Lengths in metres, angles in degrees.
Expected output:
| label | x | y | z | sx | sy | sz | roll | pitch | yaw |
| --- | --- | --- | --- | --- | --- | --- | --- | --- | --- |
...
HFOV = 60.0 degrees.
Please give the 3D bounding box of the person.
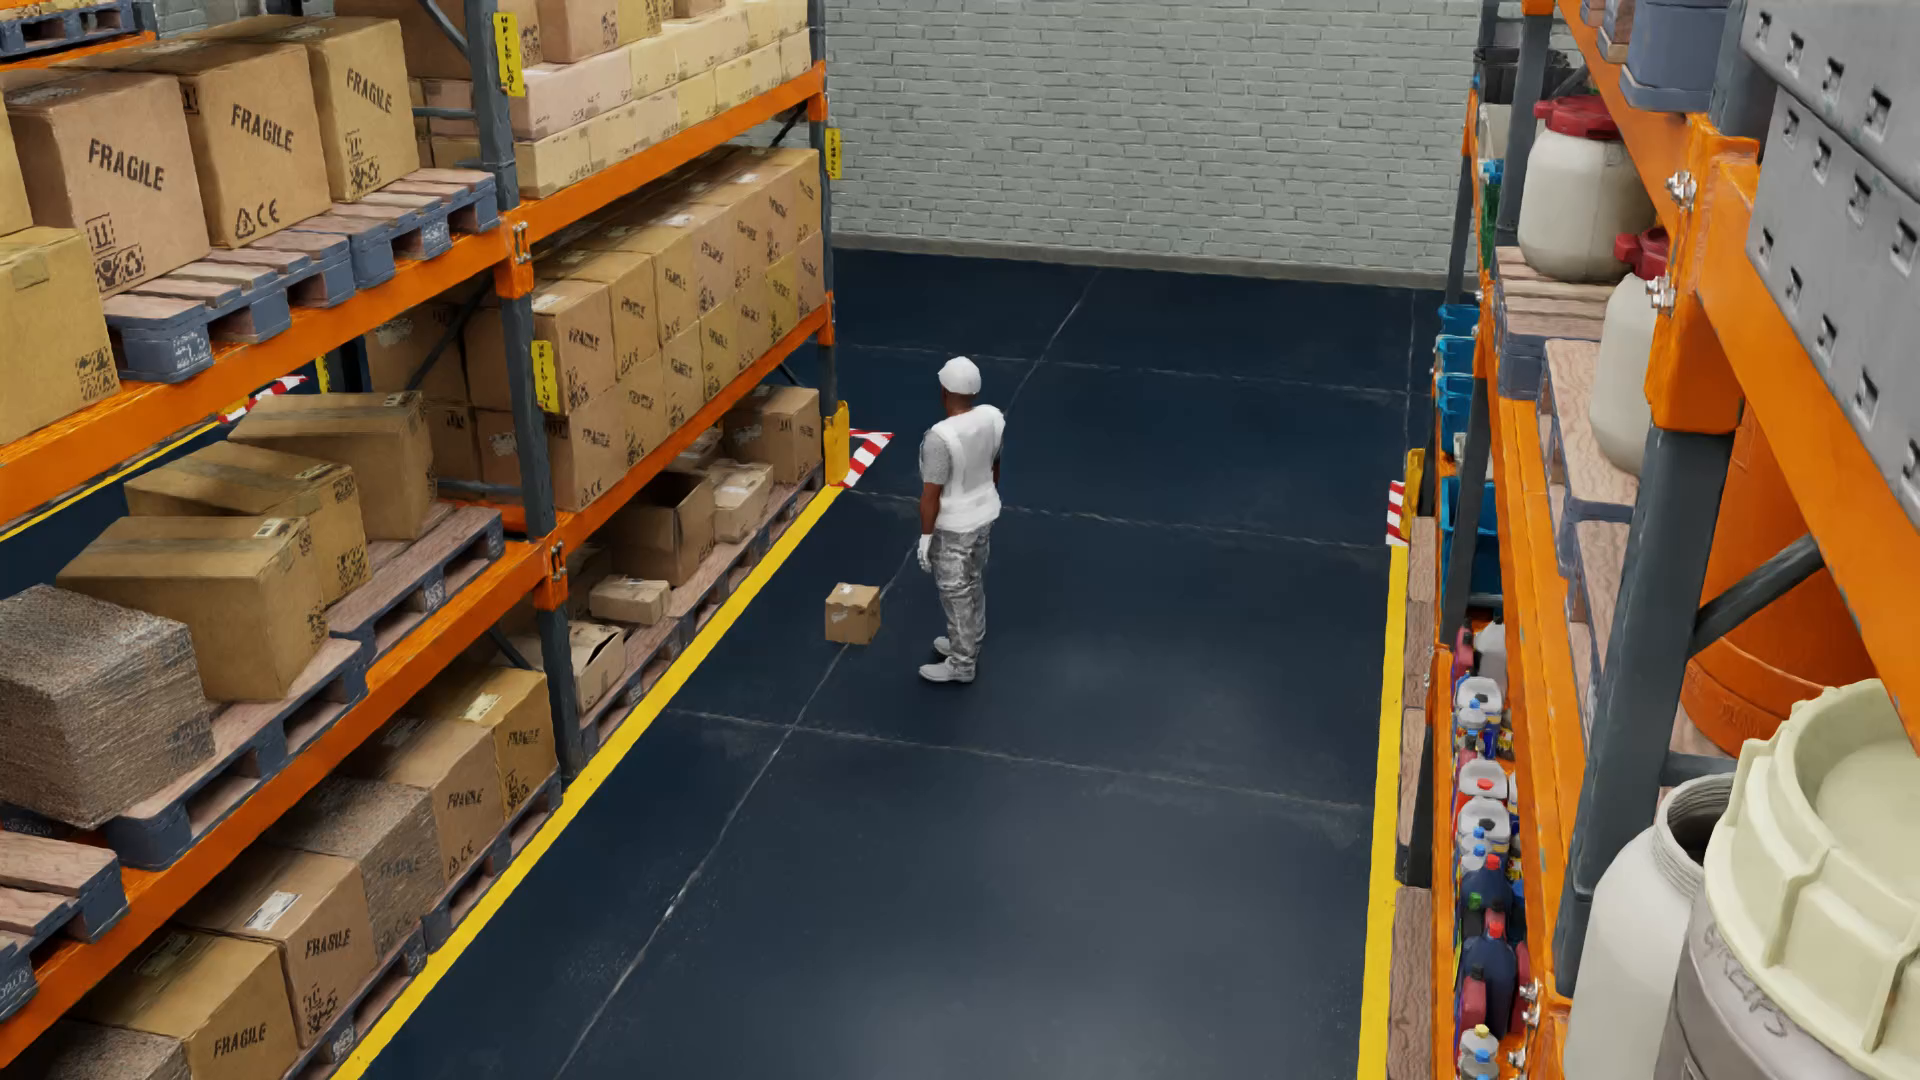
| label | x | y | z | sx | sy | sz | roll | pitch | yaw |
| --- | --- | --- | --- | --- | --- | --- | --- | --- | --- |
| person | -0.043 | -0.112 | 8.762 | 0.436 | 1.787 | 0.651 | 19 | 31 | 34 |
